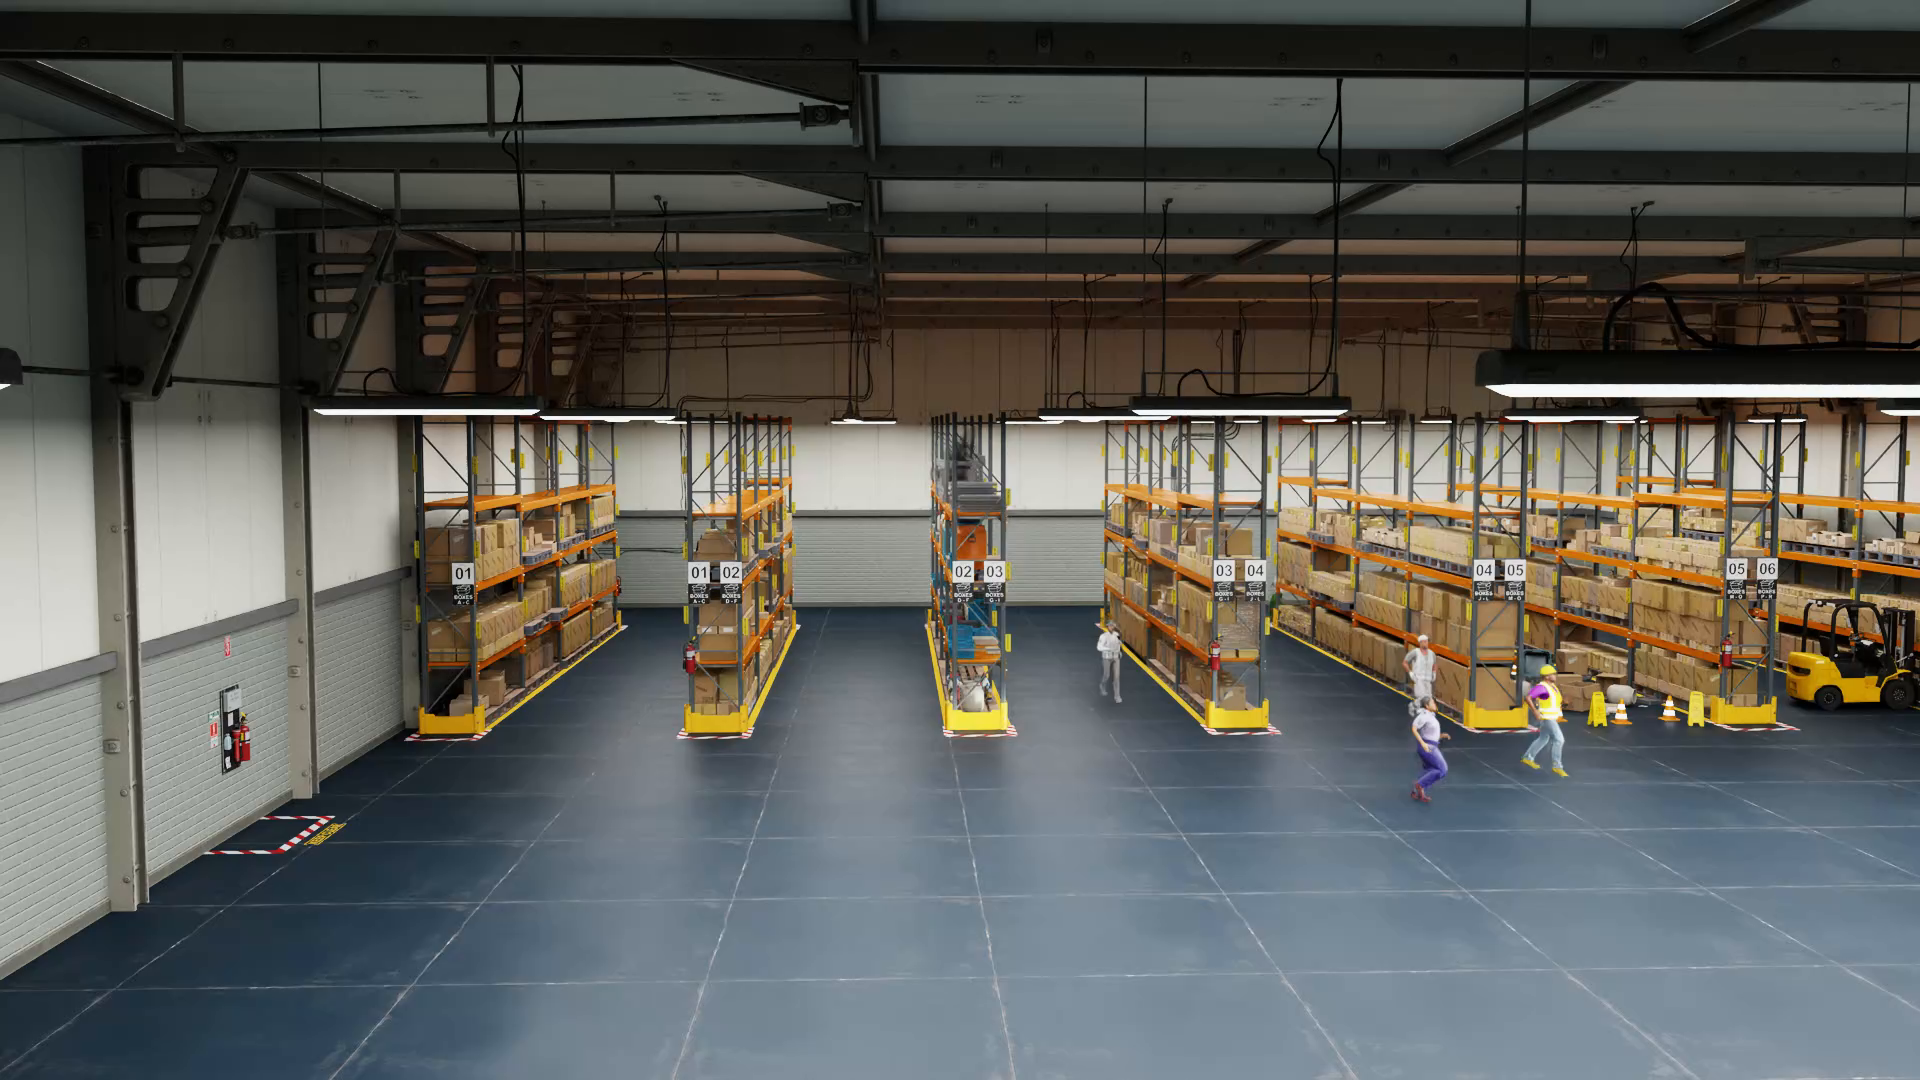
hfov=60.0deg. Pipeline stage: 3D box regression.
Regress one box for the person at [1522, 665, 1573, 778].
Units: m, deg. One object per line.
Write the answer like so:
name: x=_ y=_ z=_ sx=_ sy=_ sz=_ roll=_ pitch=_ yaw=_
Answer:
person: x=9.659 y=2.970 z=27.358 sx=0.807 sy=1.823 sz=0.677 roll=2 pitch=5 yaw=31

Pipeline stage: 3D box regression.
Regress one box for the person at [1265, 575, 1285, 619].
person: x=9.414 y=1.512 z=49.105 sx=0.870 sy=1.720 sz=0.793 roll=0 pitch=4 yaw=4

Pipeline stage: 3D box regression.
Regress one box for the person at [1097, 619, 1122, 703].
person: x=3.146 y=2.492 z=34.700 sx=0.612 sy=1.701 sz=0.920 roll=-1 pitch=4 yaw=-16

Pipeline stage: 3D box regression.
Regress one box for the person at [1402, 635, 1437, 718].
person: x=8.833 y=2.688 z=31.900 sx=0.693 sy=1.758 sz=0.818 roll=-1 pitch=4 yaw=-15

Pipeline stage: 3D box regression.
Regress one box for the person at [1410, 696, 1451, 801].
person: x=7.188 y=3.186 z=25.364 sx=0.570 sy=1.607 sz=0.592 roll=1 pitch=4 yaw=19
